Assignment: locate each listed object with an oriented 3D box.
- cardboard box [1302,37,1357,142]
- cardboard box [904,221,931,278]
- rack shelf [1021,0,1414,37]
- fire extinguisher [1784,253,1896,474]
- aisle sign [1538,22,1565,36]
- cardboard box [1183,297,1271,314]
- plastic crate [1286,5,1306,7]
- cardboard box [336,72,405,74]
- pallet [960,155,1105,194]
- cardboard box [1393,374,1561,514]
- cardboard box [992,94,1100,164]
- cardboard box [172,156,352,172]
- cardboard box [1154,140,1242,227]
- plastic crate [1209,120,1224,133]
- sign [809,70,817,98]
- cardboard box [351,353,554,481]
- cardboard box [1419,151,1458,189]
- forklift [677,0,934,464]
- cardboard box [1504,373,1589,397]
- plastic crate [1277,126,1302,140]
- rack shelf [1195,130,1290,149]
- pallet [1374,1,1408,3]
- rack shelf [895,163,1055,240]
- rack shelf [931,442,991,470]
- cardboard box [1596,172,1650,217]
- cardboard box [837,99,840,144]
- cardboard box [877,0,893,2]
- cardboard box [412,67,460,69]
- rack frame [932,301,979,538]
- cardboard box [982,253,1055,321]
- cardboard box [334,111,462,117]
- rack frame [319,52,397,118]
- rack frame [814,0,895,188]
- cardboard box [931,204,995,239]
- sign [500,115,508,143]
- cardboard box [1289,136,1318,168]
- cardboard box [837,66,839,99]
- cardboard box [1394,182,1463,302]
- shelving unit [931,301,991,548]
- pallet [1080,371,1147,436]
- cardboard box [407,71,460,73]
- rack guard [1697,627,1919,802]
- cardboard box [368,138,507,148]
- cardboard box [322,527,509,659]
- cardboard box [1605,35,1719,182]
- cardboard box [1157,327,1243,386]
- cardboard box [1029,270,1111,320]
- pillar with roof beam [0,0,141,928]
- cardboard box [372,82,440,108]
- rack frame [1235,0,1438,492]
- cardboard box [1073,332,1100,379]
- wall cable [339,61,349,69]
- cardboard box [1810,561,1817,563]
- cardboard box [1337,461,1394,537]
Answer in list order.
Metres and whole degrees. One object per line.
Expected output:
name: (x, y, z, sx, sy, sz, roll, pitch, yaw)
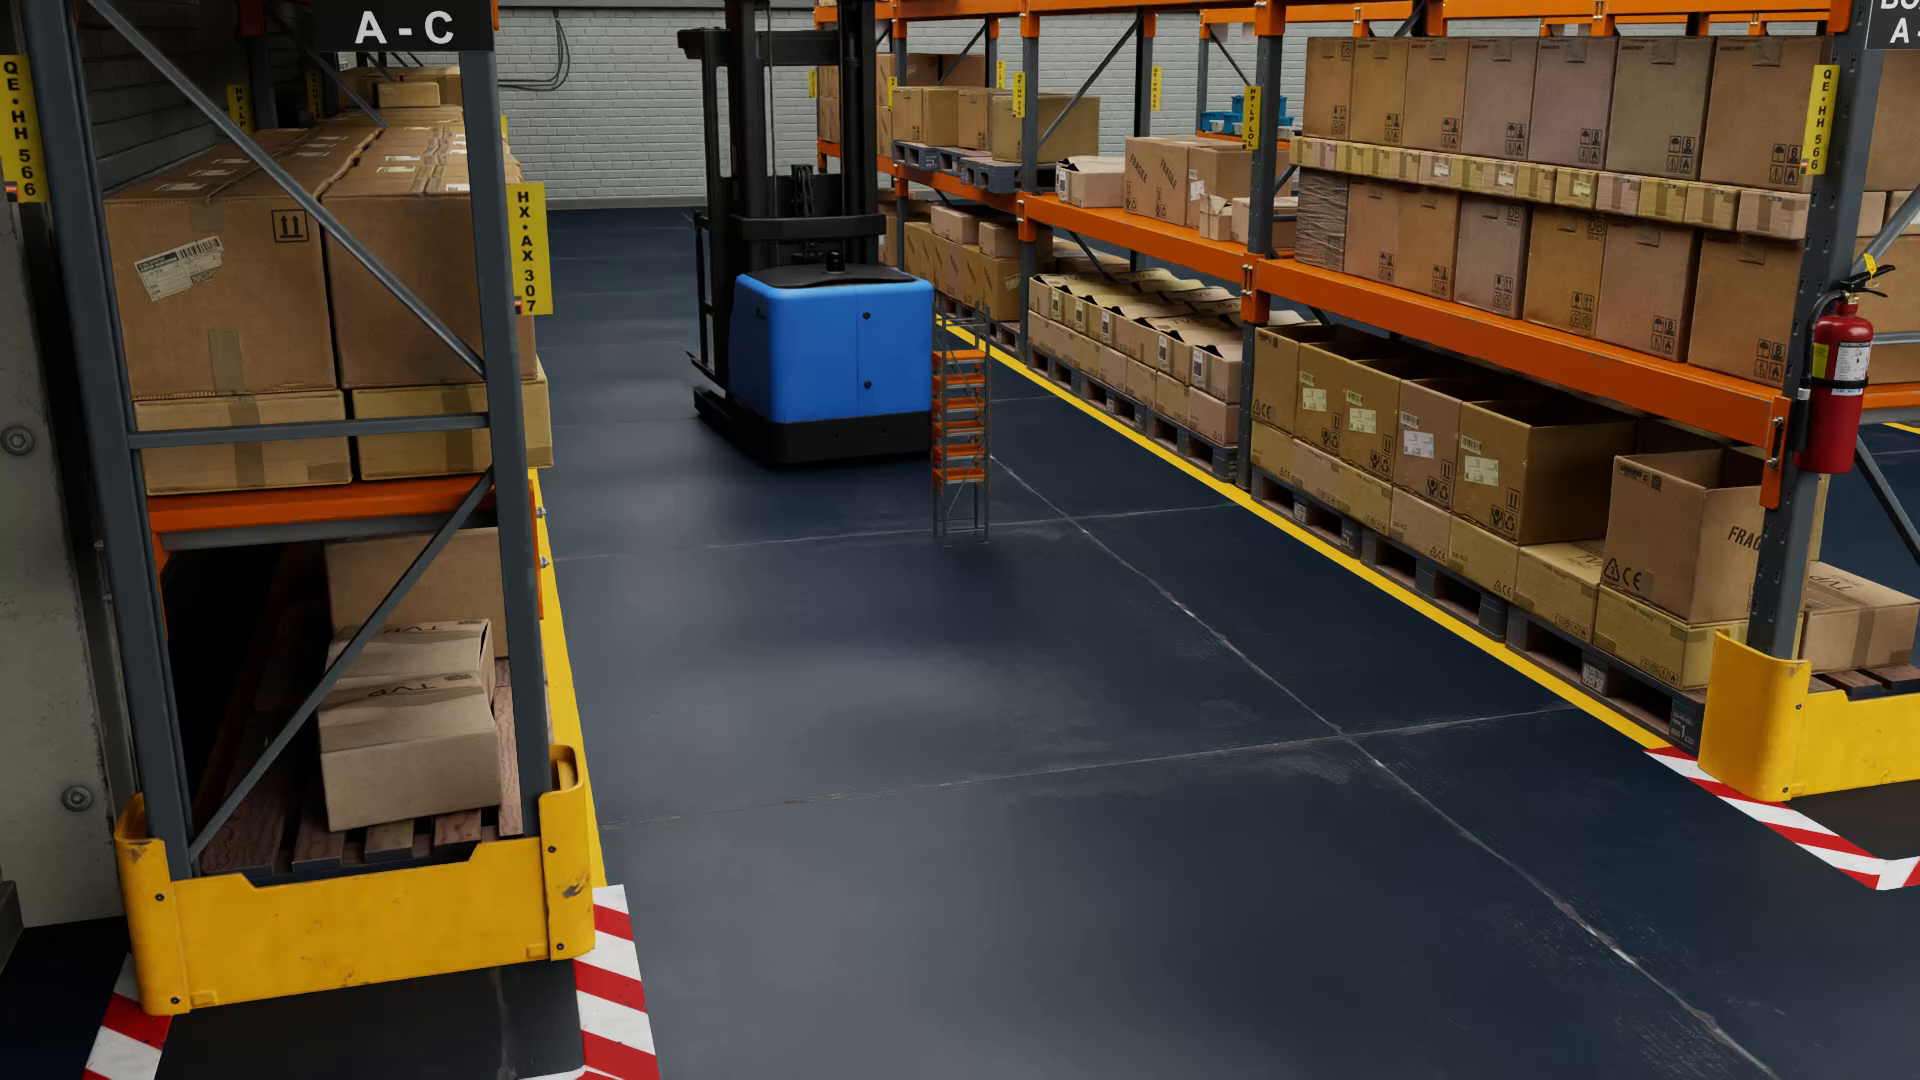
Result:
cardboard box: (2.193, -2.312, 8.506, 0.700, 0.500, 0.500, -5, 17, -15)
cardboard box: (-0.235, -2.838, 16.267, 0.500, 0.500, 0.500, -6, 18, -18)
rack shelf: (1.516, -3.410, 10.627, 1.077, 0.370, 4.000, -5, 17, -15)
fire extinguisher: (2.750, -0.552, 5.210, 0.296, 0.674, 0.183, -5, 17, -15)
aisle sign: (7.985, -7.108, 22.381, 0.394, 0.787, 0.004, -5, 17, -15)
cardboard box: (1.767, -1.477, 11.229, 0.500, 0.311, 0.500, -4, 17, -14)
plastic crate: (3.843, -6.217, 18.927, 0.437, 0.282, 0.530, -5, 17, -15)
cardboard box: (-4.309, -3.286, 12.149, 0.500, 0.250, 0.500, -5, 18, -17)
pallet: (0.712, -2.961, 13.430, 1.213, 0.211, 1.003, -5, 17, -15)
cardboard box: (2.306, -0.441, 7.451, 0.500, 0.500, 0.500, -5, 17, -15)
cardboard box: (0.685, -3.286, 13.272, 0.700, 0.500, 0.500, -12, 20, -34)
cardboard box: (-2.206, -0.959, 5.353, 0.500, 0.500, 0.500, -5, 17, -17)
cardboard box: (1.587, -2.311, 10.757, 0.500, 0.500, 0.500, -5, 17, -15)
plastic crate: (3.291, -5.188, 20.862, 0.250, 0.136, 0.298, -5, 17, -15)
sign: (-1.754, -5.456, 19.896, 0.100, 0.325, 0.005, -5, 17, -15)
cardboard box: (-1.426, -0.364, 4.675, 0.500, 0.250, 0.500, -5, 17, -17)
cardboard box: (2.311, -1.678, 7.522, 0.380, 0.149, 0.250, -5, 17, -17)
forklift: (-1.156, -2.233, 10.793, 1.130, 2.935, 3.031, -7, 18, -21)
cardboard box: (2.821, -0.483, 7.592, 0.500, 0.500, 0.500, -5, 17, -15)
plastic crate: (3.863, -4.729, 19.334, 0.293, 0.136, 0.466, -5, 17, -15)
rack shelf: (4.081, -4.577, 19.726, 1.077, 0.370, 4.000, -5, 17, -15)
pallet: (4.940, -5.505, 16.680, 1.213, 0.211, 1.003, -5, 17, -15)
rack shelf: (0.416, -3.080, 14.742, 1.077, 0.370, 4.000, -5, 17, -15)
rack shelf: (0.004, -0.413, 8.313, 0.258, 0.103, 0.180, -5, 17, -15)
cardboard box: (2.666, -1.320, 6.333, 0.380, 0.149, 0.250, -4, 17, -15)
cardboard box: (-1.082, -4.707, 18.735, 0.500, 0.500, 0.500, -5, 17, -15)
cardboard box: (-0.523, -5.456, 16.448, 0.500, 0.250, 0.500, -5, 17, -15)
cardboard box: (-4.390, -3.893, 14.169, 0.500, 0.250, 0.500, -4, 17, -14)
rack frame: (-0.021, -0.596, 8.350, 0.240, 1.200, 0.006, -5, 17, -15)
cardboard box: (0.483, -2.125, 13.893, 0.500, 0.500, 0.500, -4, 17, -13)
cardboard box: (-3.293, -2.265, 9.840, 0.700, 0.500, 0.500, -5, 17, -15)
rack frame: (-3.796, -2.479, 11.490, 1.000, 3.000, 0.127, -5, 17, -15)
rack frame: (-1.233, -5.084, 20.164, 1.000, 3.000, 0.127, -5, 17, -15)
cardboard box: (0.040, -2.921, 15.238, 0.500, 0.250, 0.500, -5, 17, -15)
sign: (-2.177, -1.832, 7.832, 0.100, 0.325, 0.005, -5, 17, -15)
cardboard box: (1.953, -2.034, 8.707, 0.380, 0.149, 0.250, -5, 17, -15)
cardboard box: (-1.080, -5.185, 18.586, 0.500, 0.500, 0.500, -4, 17, -14)
cardboard box: (2.479, -1.406, 7.745, 0.700, 0.500, 0.500, -4, 17, -14)
shelving unit: (0.004, -0.571, 8.266, 0.258, 1.200, 0.189, -5, 17, -15)
pallet: (1.486, -0.968, 11.308, 1.003, 0.211, 1.213, -5, 17, -15)
cardboard box: (-3.821, -3.332, 12.302, 0.500, 0.250, 0.500, -5, 17, -16)
rack guard: (3.171, 0.545, 5.768, 1.175, 0.500, 0.348, -5, 17, -15)
cardboard box: (-1.999, -1.285, 6.439, 0.500, 0.500, 0.500, -5, 17, -17)
cardboard box: (-2.011, 0.158, 6.294, 0.700, 0.500, 0.500, -6, 18, -19)
cardboard box: (2.884, -1.618, 6.194, 0.700, 0.500, 0.500, -5, 17, -17)
cardboard box: (1.529, -1.151, 10.143, 0.500, 0.311, 0.500, -4, 17, -14)
cardboard box: (0.827, -1.856, 12.492, 0.500, 0.311, 0.500, -4, 17, -13)
pillar with roof beam: (1.518, -3.605, 4.810, 9.100, 9.000, 0.400, -5, 17, -15)
cardboard box: (-3.570, -2.867, 10.717, 0.380, 0.149, 0.250, -8, 18, -24)
rack frame: (2.065, -1.765, 9.114, 1.000, 3.000, 0.127, -5, 17, -15)
cardboard box: (1.115, -1.305, 11.633, 0.500, 0.250, 0.500, -5, 17, -17)
wall cable: (-7.256, -5.457, 19.640, 0.084, 1.984, 1.851, -5, 17, -15)
cardboard box: (3.090, 0.153, 6.777, 0.500, 0.250, 0.500, -5, 17, -15)
cardboard box: (2.166, -0.220, 8.018, 0.500, 0.250, 0.500, -5, 17, -15)
